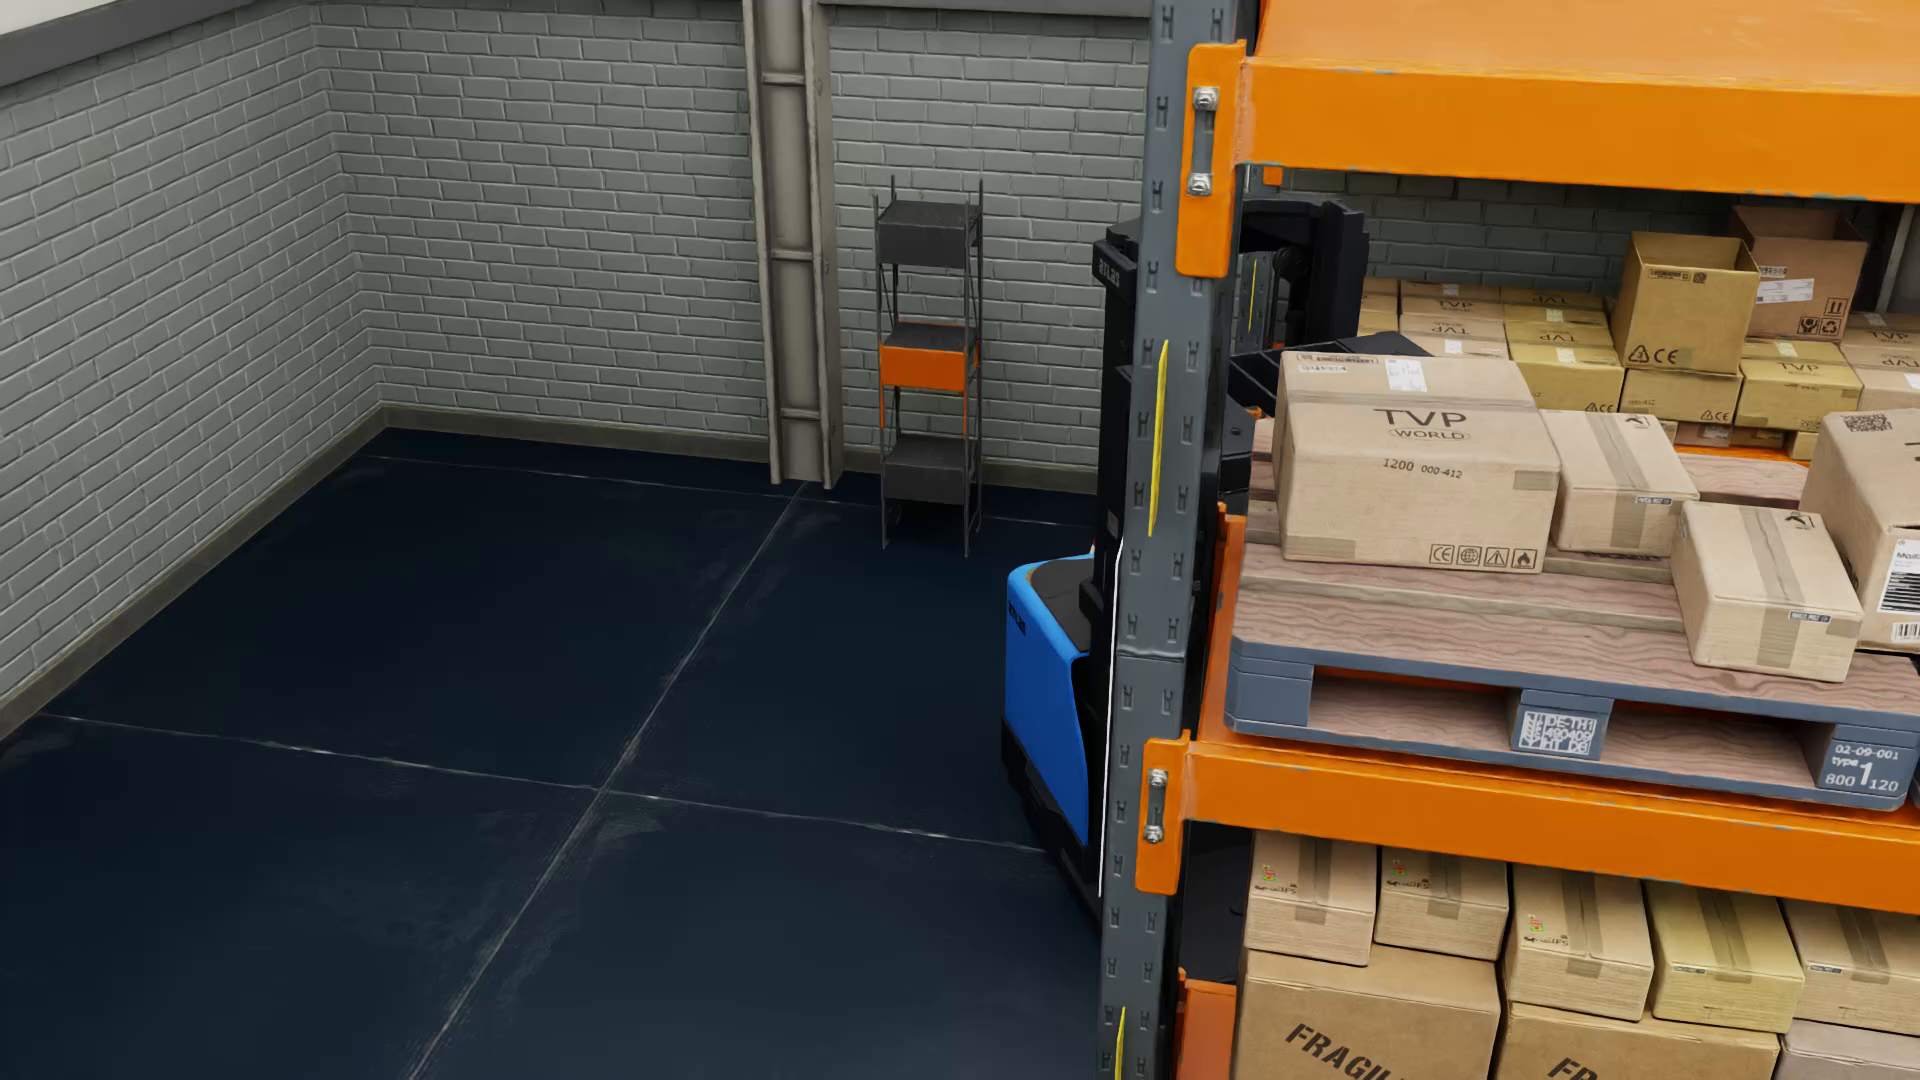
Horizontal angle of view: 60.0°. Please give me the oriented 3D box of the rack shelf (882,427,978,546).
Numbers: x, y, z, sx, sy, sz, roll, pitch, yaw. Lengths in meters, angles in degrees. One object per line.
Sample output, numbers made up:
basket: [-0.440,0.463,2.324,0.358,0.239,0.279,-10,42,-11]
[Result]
rack shelf: [-0.162,-0.312,9.619,0.480,0.518,0.431,6,29,11]

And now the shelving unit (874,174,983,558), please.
shelving unit: [-0.162,-0.938,9.276,0.503,2.100,0.431,6,29,11]

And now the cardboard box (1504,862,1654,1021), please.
cardboard box: [1.249,0.775,3.390,0.250,0.149,0.380,7,29,12]

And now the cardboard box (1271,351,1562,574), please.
cardboard box: [0.917,-0.172,3.431,0.500,0.250,0.500,3,29,6]

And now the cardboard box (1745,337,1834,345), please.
cardboard box: [3.979,-0.968,8.240,0.500,0.250,0.500,6,29,12]

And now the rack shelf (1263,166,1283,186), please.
rack shelf: [3.447,-1.828,7.590,4.000,0.370,1.077,6,29,11]

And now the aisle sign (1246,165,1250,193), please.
aisle sign: [1.363,-2.037,7.640,0.004,0.787,0.394,6,29,11]

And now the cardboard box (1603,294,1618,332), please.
cardboard box: [3.495,-1.014,8.326,0.500,0.250,0.500,6,29,10]

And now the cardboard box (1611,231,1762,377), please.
cardboard box: [3.345,-1.099,7.700,0.500,0.500,0.500,7,29,12]

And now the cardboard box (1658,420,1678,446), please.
cardboard box: [3.266,-0.587,7.959,0.250,0.149,0.380,7,29,12]

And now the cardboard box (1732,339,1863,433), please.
cardboard box: [3.876,-0.727,7.802,0.500,0.250,0.500,6,29,10]

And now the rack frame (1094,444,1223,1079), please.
rack frame: [0.458,1.304,4.245,0.127,3.000,1.000,6,29,11]

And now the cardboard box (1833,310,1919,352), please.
cardboard box: [4.483,-0.915,8.144,0.500,0.250,0.500,6,29,10]

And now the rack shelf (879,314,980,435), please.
rack shelf: [-0.162,-0.926,9.283,0.480,0.518,0.431,6,29,11]

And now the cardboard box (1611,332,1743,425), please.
cardboard box: [3.372,-0.780,7.897,0.500,0.250,0.500,5,29,9]

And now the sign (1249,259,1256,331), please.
sign: [1.378,-1.153,7.831,0.005,0.325,0.100,6,29,11]

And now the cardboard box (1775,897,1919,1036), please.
cardboard box: [1.778,0.794,3.354,0.250,0.149,0.380,6,29,11]

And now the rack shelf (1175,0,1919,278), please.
rack shelf: [2.414,-0.636,2.707,4.000,0.370,1.077,6,29,11]

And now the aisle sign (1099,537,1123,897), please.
aisle sign: [0.327,0.292,3.385,0.004,0.787,0.394,6,29,11]

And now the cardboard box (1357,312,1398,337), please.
cardboard box: [1.878,-0.921,8.154,0.500,0.250,0.500,6,29,11]

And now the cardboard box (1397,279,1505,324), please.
cardboard box: [2.500,-1.119,8.516,0.500,0.250,0.500,6,29,11]

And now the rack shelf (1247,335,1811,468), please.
rack shelf: [3.447,-0.512,8.310,4.000,0.370,1.077,6,29,11]

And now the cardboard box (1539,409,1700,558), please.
cardboard box: [1.344,-0.123,3.447,0.250,0.149,0.380,4,29,7]

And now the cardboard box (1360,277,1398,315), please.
cardboard box: [1.996,-1.171,8.612,0.500,0.250,0.500,7,29,12]

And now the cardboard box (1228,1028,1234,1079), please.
cardboard box: [0.867,1.443,3.887,0.500,0.500,0.500,6,29,10]

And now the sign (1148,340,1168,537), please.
sign: [0.336,-0.170,2.821,0.005,0.325,0.100,6,29,11]

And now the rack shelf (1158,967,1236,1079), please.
rack shelf: [2.414,1.820,4.052,4.000,0.370,1.077,6,29,11]

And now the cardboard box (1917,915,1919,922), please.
cardboard box: [2.013,0.839,3.273,0.250,0.149,0.380,6,29,11]

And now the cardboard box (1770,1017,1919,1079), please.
cardboard box: [1.880,1.100,3.473,0.500,0.500,0.500,6,29,10]

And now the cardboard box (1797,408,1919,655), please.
cardboard box: [1.911,-0.028,3.105,0.500,0.311,0.500,6,29,11]

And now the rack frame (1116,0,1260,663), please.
rack frame: [0.458,-1.328,2.805,0.127,3.000,1.000,6,29,11]

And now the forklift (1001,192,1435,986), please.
forklift: [1.134,0.370,6.021,1.130,2.935,3.031,-9,30,-16]

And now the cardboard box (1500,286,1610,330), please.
cardboard box: [2.983,-1.067,8.422,0.500,0.250,0.500,7,29,12]

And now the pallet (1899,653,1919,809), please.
pallet: [2.382,0.217,3.198,1.213,0.211,1.003,6,29,11]

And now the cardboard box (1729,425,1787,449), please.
cardboard box: [3.784,-0.590,7.966,0.250,0.149,0.380,6,29,11]

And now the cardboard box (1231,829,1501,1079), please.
cardboard box: [0.868,1.003,3.649,0.500,0.500,0.500,5,29,9]

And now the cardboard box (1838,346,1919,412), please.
cardboard box: [4.361,-0.671,7.699,0.500,0.250,0.500,6,29,11]

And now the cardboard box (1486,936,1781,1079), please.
cardboard box: [1.375,1.052,3.560,0.500,0.500,0.500,5,29,9]

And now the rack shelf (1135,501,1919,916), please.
rack shelf: [2.414,0.504,3.331,4.000,0.370,1.077,6,29,11]

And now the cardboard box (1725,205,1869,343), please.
cardboard box: [4.002,-1.295,8.057,0.500,0.500,0.500,5,29,9]

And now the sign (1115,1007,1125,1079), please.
sign: [0.336,1.149,3.543,0.005,0.325,0.100,6,29,11]

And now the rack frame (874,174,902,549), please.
rack frame: [-0.401,-0.962,9.321,0.015,2.100,0.400,6,29,11]

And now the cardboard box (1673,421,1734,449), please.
cardboard box: [3.533,-0.593,7.971,0.250,0.149,0.380,6,29,10]

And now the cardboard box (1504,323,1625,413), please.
cardboard box: [2.868,-0.821,7.972,0.500,0.250,0.500,5,29,10]

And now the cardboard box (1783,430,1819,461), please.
cardboard box: [4.013,-0.512,7.823,0.250,0.149,0.380,5,29,10]

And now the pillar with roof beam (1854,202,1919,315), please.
pillar with roof beam: [4.011,-1.730,3.538,0.400,9.000,9.100,6,29,11]

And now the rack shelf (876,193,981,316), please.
rack shelf: [-0.162,-1.540,8.946,0.480,0.518,0.431,6,29,11]

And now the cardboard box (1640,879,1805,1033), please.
cardboard box: [1.510,0.793,3.357,0.250,0.149,0.380,5,29,9]

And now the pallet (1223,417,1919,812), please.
pallet: [1.186,0.096,3.419,1.213,0.211,1.003,6,29,11]

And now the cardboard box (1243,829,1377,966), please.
cardboard box: [0.747,0.702,3.523,0.250,0.149,0.380,6,29,12]

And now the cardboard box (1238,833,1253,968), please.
cardboard box: [0.979,0.758,4.097,0.500,0.500,0.500,7,29,12]

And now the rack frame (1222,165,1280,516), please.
rack frame: [1.491,-1.028,8.504,0.127,3.000,1.000,6,29,11]

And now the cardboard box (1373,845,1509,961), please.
cardboard box: [1.019,0.695,3.536,0.250,0.149,0.380,7,29,12]

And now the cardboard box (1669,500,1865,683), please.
cardboard box: [1.474,0.087,3.064,0.250,0.149,0.380,7,29,12]

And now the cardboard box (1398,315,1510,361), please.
cardboard box: [2.371,-0.870,8.062,0.500,0.250,0.500,6,29,11]

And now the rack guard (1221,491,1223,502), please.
rack guard: [1.565,0.076,9.090,0.348,0.500,1.175,6,29,11]

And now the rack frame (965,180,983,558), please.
rack frame: [0.077,-0.913,9.231,0.015,2.100,0.400,6,29,11]

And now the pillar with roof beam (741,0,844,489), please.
pillar with roof beam: [-1.857,-2.331,4.637,0.400,9.000,9.100,6,29,11]
